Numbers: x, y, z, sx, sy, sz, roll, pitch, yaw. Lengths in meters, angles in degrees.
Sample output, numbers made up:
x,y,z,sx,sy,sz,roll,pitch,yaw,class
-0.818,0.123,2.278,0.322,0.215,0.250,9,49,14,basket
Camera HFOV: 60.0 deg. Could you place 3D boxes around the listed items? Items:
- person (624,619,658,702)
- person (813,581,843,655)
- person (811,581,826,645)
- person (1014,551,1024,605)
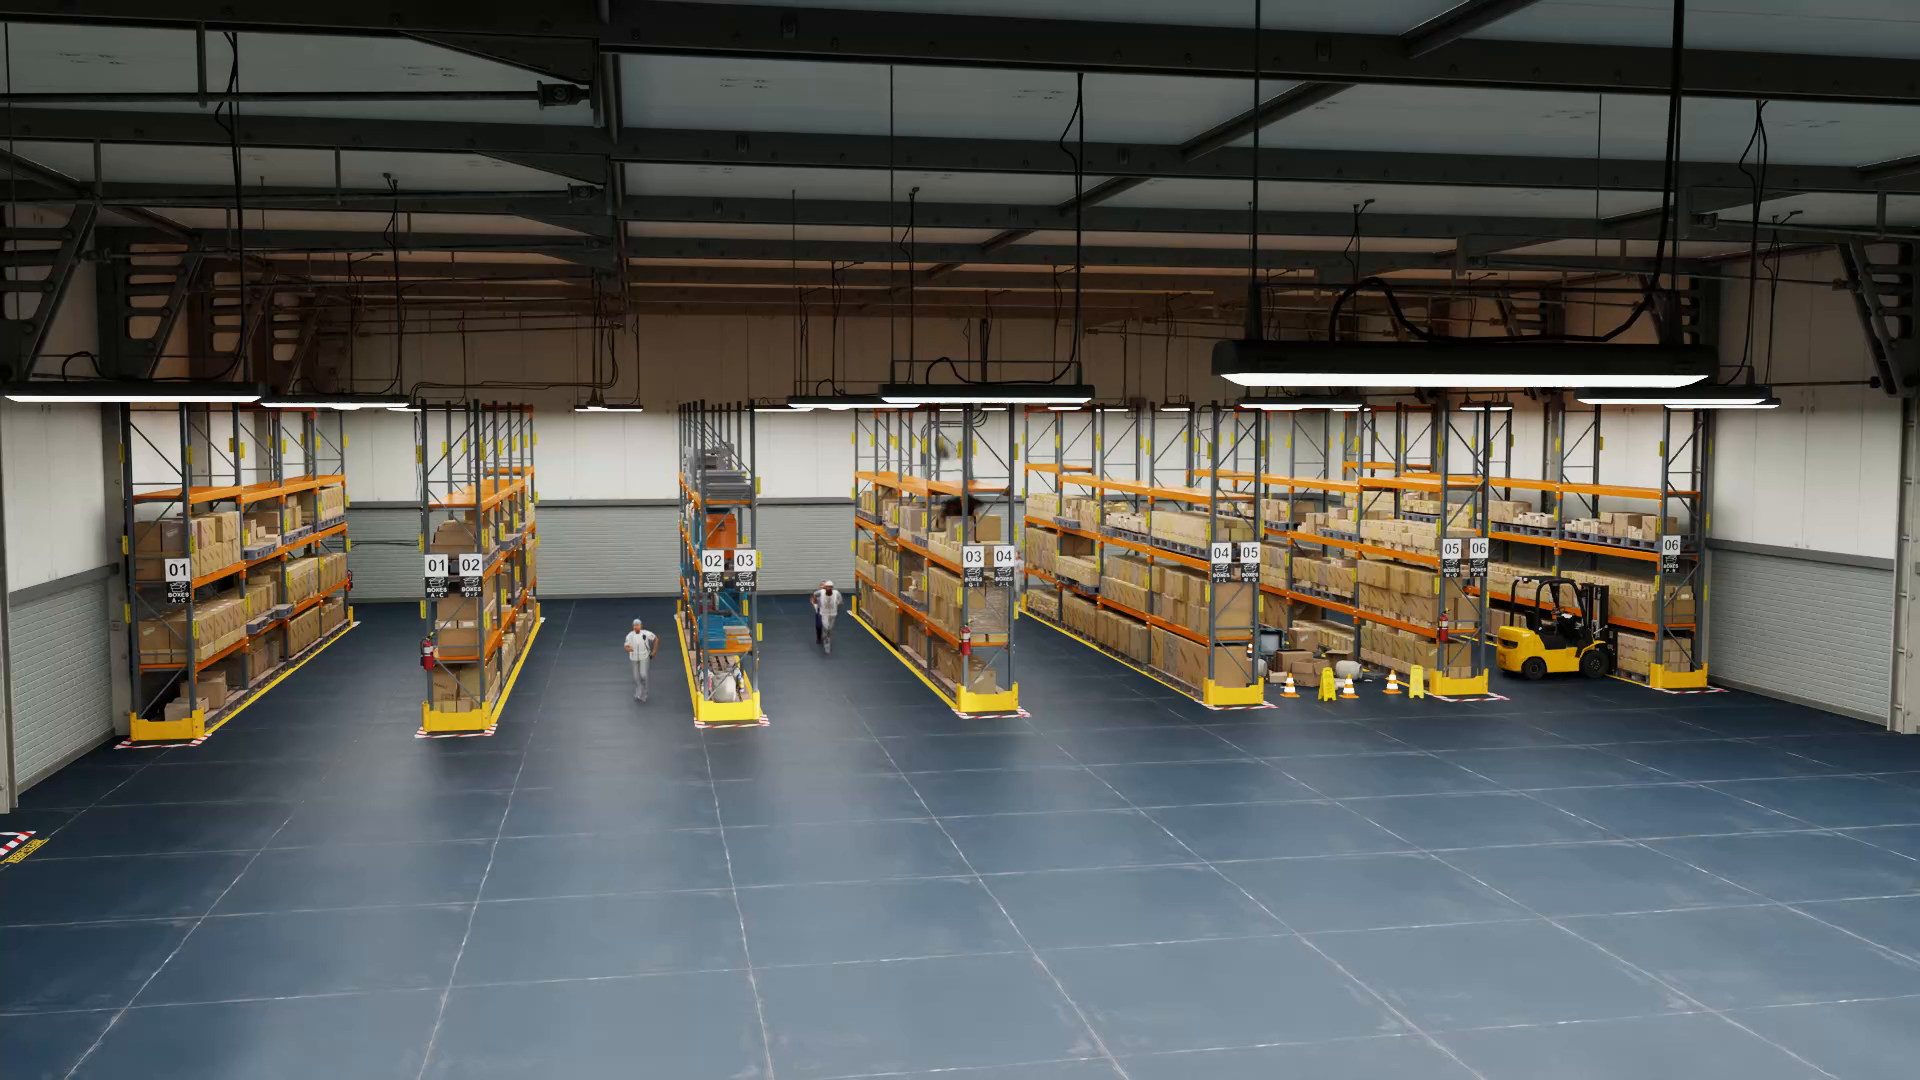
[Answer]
x,y,z,sx,sy,sz,roll,pitch,yaw,class
-6.367,2.393,33.155,0.615,1.649,0.832,0,4,2,person
-3.177,1.838,40.012,0.672,1.775,0.965,-1,5,-19,person
-3.374,1.817,41.069,0.595,1.602,0.544,-1,4,-8,person
1.649,1.139,49.810,0.544,1.627,0.618,3,5,36,person
